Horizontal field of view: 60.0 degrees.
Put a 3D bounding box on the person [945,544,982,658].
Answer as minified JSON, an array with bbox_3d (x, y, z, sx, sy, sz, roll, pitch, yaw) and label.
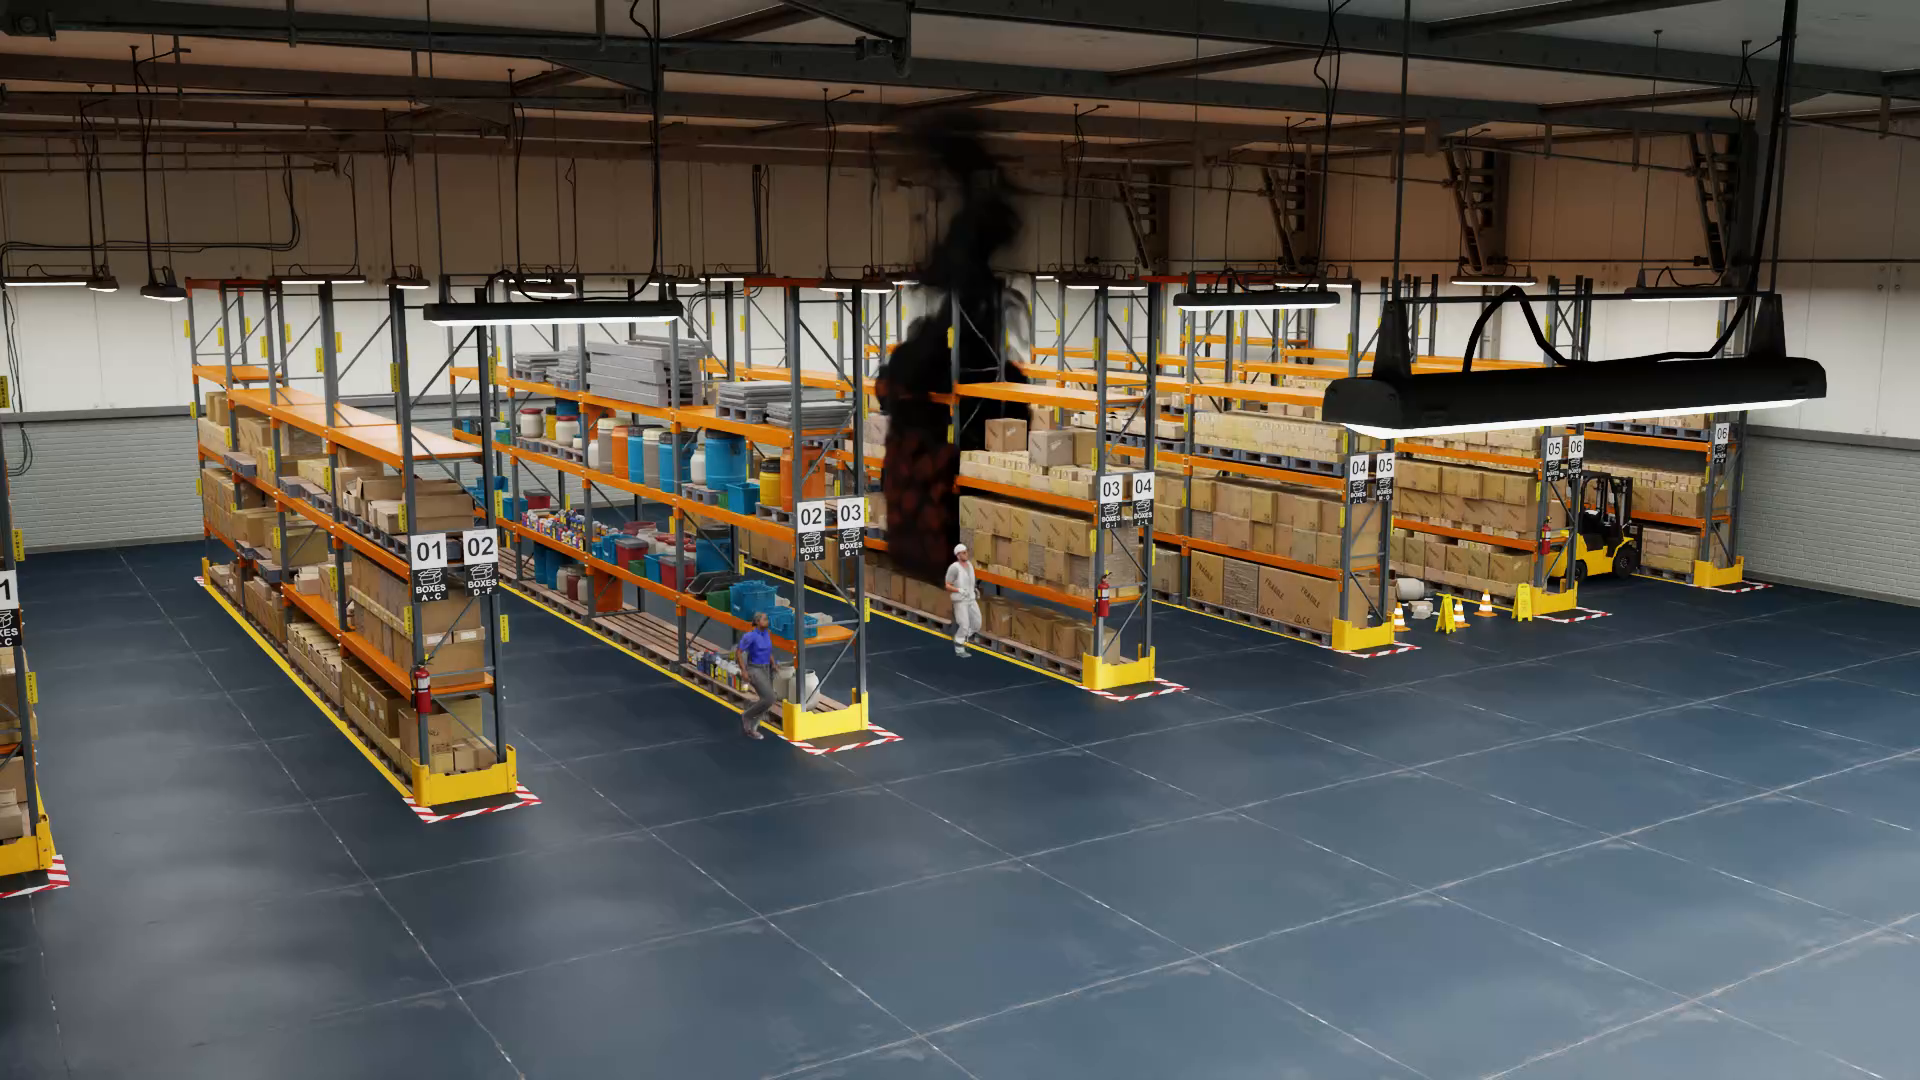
[{"bbox_3d":[0.094,0.937,25.421,0.649,1.758,0.565,-9,13,-44],"label":"person"}]

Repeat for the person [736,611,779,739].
[{"bbox_3d":[-2.519,1.813,21.295,0.479,1.394,0.613,5,11,26],"label":"person"}]

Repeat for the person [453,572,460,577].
[{"bbox_3d":[-9.231,0.515,29.387,0.657,1.757,0.924,-9,13,-42],"label":"person"}]
